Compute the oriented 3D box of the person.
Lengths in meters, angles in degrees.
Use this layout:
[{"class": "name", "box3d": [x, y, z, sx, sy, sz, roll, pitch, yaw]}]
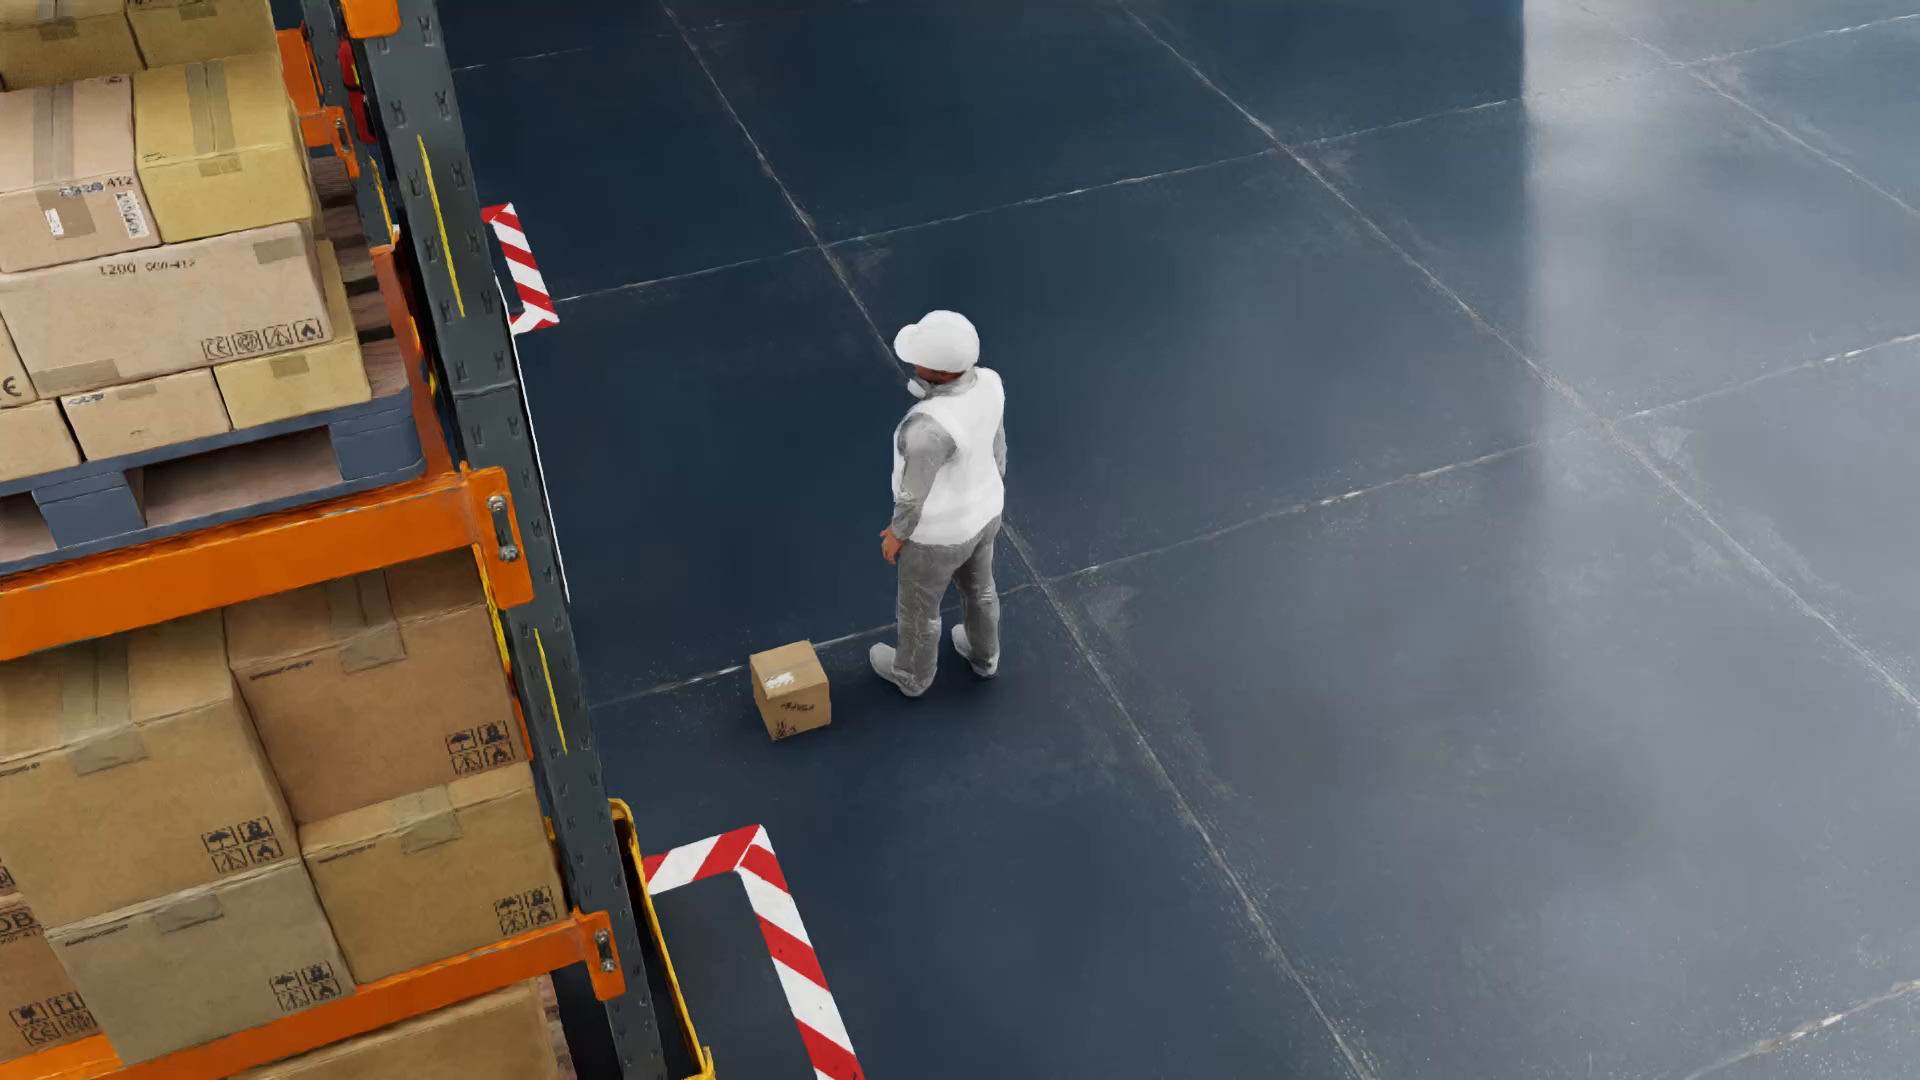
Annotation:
[{"class": "person", "box3d": [-0.086, -0.136, 6.262, 0.516, 1.779, 0.582, 24, 47, 24]}]
